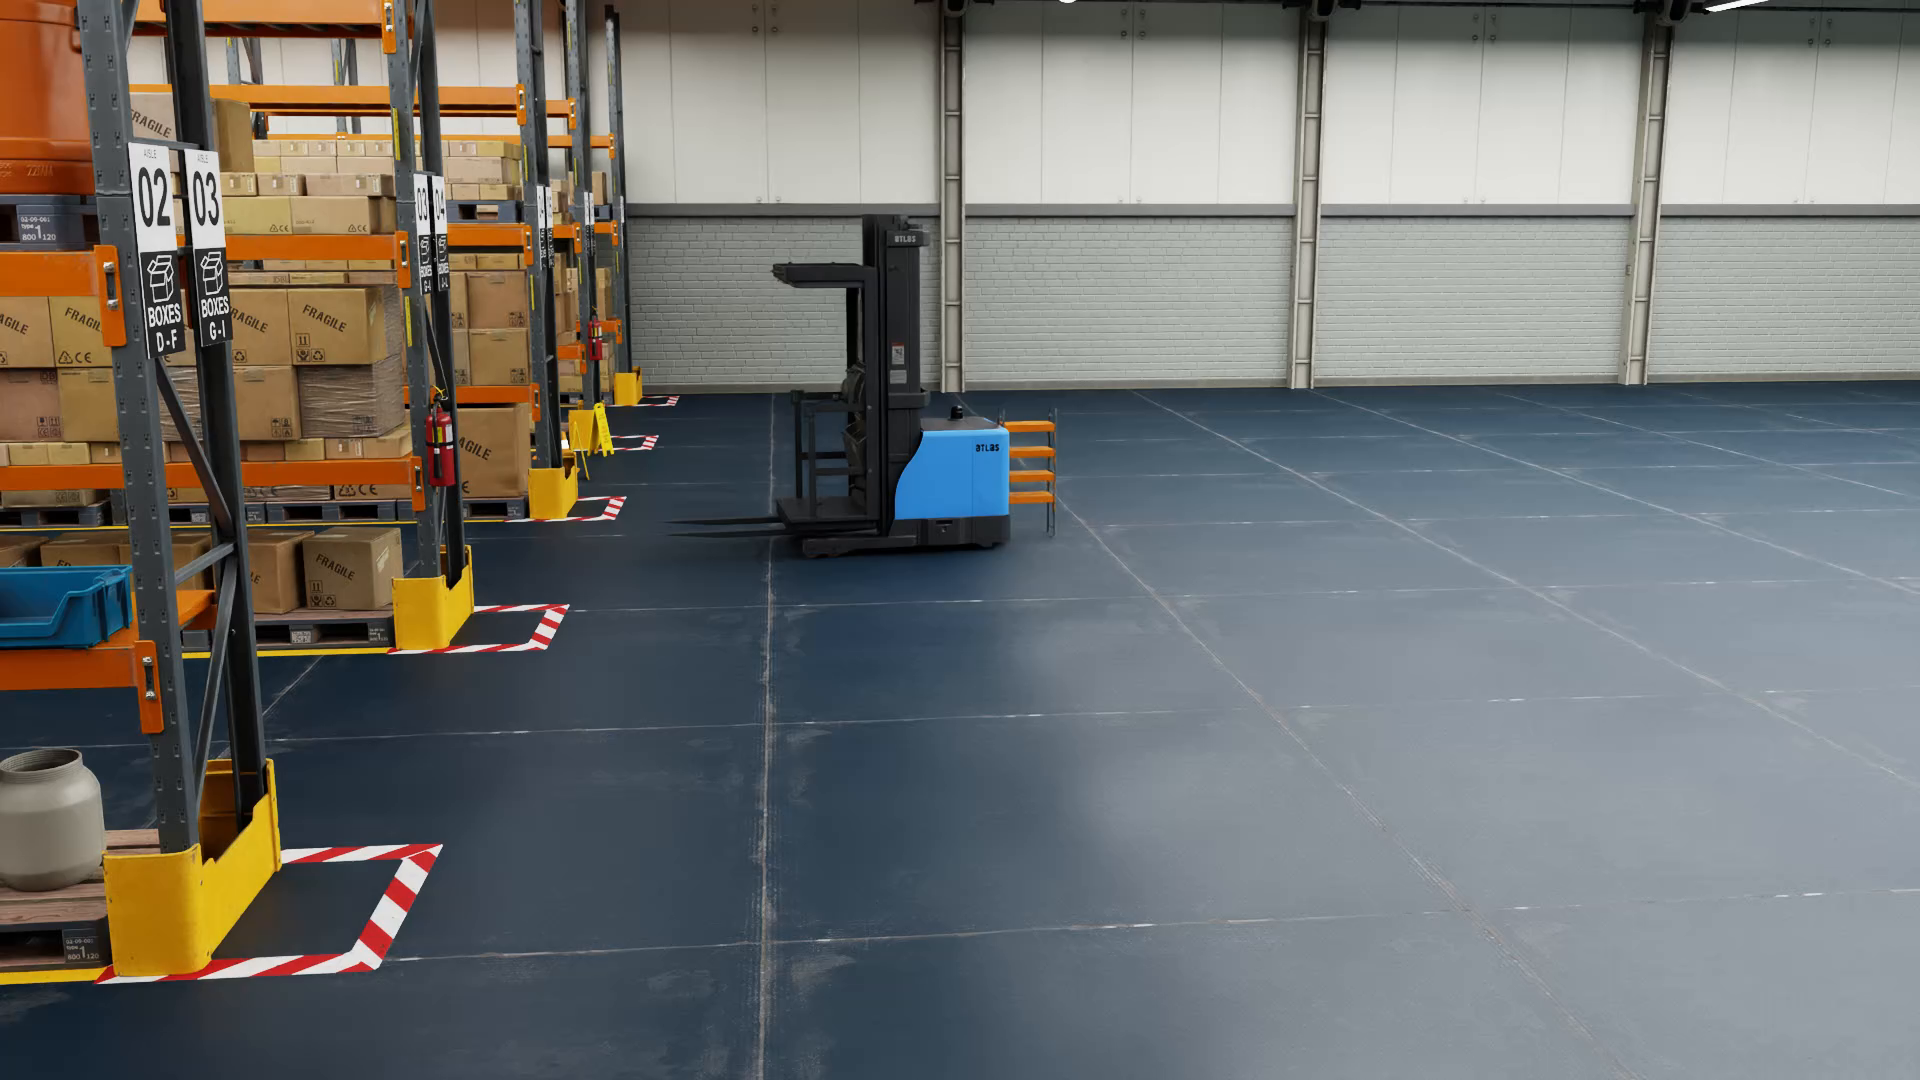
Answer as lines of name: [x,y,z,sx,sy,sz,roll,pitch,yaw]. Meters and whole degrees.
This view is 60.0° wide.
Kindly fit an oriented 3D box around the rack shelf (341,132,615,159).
rack shelf: [-7.292,-6.036,25.527,4.000,0.370,1.077,-1,11,-6]

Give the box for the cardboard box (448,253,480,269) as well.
cardboard box: [-6.248,-3.325,20.765,0.500,0.500,0.700,-1,11,-7]

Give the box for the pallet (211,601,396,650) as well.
pallet: [-4.580,0.549,11.910,1.213,0.211,1.003,-1,11,-6]

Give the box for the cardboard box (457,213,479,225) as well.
cardboard box: [-6.101,-4.002,20.704,0.250,0.149,0.380,-1,11,-7]

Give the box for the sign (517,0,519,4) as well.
sign: [-4.084,-5.121,15.343,0.005,0.325,0.100,-1,11,-6]

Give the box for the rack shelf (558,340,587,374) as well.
rack shelf: [-6.752,-2.337,21.226,4.000,0.370,1.077,-1,11,-6]

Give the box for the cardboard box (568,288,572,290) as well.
cardboard box: [-6.281,-3.663,25.846,0.500,0.500,0.500,-1,11,-4]

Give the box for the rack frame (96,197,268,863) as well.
rack frame: [-3.158,0.119,6.870,0.127,3.000,1.000,-1,11,-6]

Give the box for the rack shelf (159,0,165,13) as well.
rack shelf: [-5.147,-2.234,6.187,4.000,0.370,1.077,-1,11,-6]

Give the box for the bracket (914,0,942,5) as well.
bracket: [-0.502,-8.600,26.335,0.430,0.232,0.235,-1,11,-6]

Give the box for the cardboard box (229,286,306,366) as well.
cardboard box: [-4.710,-1.446,11.208,0.500,0.500,0.500,-1,11,-6]

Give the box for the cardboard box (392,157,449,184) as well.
cardboard box: [-5.082,-3.510,15.820,0.500,0.250,0.500,-1,11,-6]

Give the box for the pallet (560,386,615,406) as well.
pallet: [-6.059,-2.291,26.357,1.213,0.211,1.003,-1,11,-6]

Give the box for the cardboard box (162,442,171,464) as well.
cardboard box: [-5.434,-0.611,11.232,0.250,0.149,0.380,-1,11,-6]

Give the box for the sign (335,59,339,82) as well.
sign: [-9.209,-6.937,24.581,0.005,0.325,0.100,-1,11,-6]

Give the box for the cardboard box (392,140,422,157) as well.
cardboard box: [-5.187,-3.691,15.710,0.250,0.149,0.380,-1,11,-5]

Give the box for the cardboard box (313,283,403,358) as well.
cardboard box: [-4.269,-1.557,11.774,0.500,0.500,0.500,-1,11,-6]

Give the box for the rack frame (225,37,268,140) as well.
rack frame: [-8.740,-5.592,20.365,0.127,3.000,1.000,-1,11,-6]

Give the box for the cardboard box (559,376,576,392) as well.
cardboard box: [-6.232,-2.461,26.033,0.500,0.250,0.500,-1,11,-6]

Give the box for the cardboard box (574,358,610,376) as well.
cardboard box: [-5.753,-2.715,26.030,0.500,0.250,0.500,-1,11,-7]

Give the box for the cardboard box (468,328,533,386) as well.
cardboard box: [-4.492,-1.841,16.452,0.550,0.550,0.875,-1,11,-6]

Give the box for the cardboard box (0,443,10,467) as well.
cardboard box: [-6.428,-0.589,11.120,0.250,0.149,0.380,-1,11,-6]

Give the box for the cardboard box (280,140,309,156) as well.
cardboard box: [-6.194,-3.670,15.602,0.250,0.149,0.380,-1,11,-6]

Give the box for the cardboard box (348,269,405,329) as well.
cardboard box: [-5.610,-2.373,16.355,0.550,0.550,0.875,-1,11,-6]

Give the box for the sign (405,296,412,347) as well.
sign: [-3.653,-1.447,11.015,0.005,0.325,0.100,-1,11,-6]

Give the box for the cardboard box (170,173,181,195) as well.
cardboard box: [-5.230,-2.334,10.923,0.250,0.149,0.380,-2,11,-9]

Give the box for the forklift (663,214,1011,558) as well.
forklift: [-1.121,-1.391,14.728,3.031,2.935,1.130,-2,11,-12]

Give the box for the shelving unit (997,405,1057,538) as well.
shelving unit: [0.609,-0.623,15.307,0.503,1.200,0.258,-2,11,-12]

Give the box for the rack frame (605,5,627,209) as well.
rack frame: [-5.303,-6.627,25.631,0.127,3.000,1.000,-1,11,-6]

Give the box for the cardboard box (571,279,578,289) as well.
cardboard box: [-5.868,-3.979,25.771,0.250,0.149,0.380,-1,11,-5]

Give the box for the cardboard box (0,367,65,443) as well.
cardboard box: [-6.229,-0.974,11.396,0.500,0.500,0.875,-1,11,-6]

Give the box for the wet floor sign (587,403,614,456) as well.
wet floor sign: [-4.459,-1.375,20.572,0.232,0.644,0.267,3,11,14]

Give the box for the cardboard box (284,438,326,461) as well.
cardboard box: [-4.446,-0.642,11.391,0.250,0.149,0.380,-1,11,-6]

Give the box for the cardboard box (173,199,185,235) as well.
cardboard box: [-5.152,-2.150,11.025,0.500,0.250,0.500,-1,11,-5]

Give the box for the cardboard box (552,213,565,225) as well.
cardboard box: [-5.088,-4.019,20.792,0.250,0.149,0.380,-1,11,-6]

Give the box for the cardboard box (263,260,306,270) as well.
cardboard box: [-8.279,-3.301,20.645,0.500,0.500,0.700,-1,11,-7]

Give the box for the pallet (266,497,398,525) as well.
pallet: [-6.125,-0.360,16.532,1.213,0.211,1.003,-1,11,-6]

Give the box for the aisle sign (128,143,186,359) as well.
aisle sign: [-3.055,-1.101,6.337,0.004,0.787,0.394,-1,11,-6]

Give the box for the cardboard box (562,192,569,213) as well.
cardboard box: [-5.292,-4.316,21.271,0.500,0.250,0.500,-1,11,-7]

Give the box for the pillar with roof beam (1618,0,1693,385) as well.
pillar with roof beam: [12.267,-6.335,24.144,0.548,9.000,9.100,-1,11,-6]

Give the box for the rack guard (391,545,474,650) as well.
rack guard: [-3.769,0.397,11.934,0.348,0.500,1.175,-1,11,-6]

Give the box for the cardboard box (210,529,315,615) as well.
cardboard box: [-4.906,0.218,11.755,0.500,0.500,0.500,2,11,9]

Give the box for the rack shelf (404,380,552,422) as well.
rack shelf: [-6.117,-1.390,16.408,4.000,0.370,1.077,-1,11,-6]

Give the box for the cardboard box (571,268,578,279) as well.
cardboard box: [-5.878,-4.138,25.809,0.250,0.149,0.380,-1,11,-6]

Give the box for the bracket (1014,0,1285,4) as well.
bracket: [2.901,-8.671,26.697,4.783,0.066,0.076,-1,11,-6]

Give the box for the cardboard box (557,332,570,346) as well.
cardboard box: [-5.112,-2.559,21.144,0.250,0.149,0.380,-1,11,-4]

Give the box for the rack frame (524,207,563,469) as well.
rack frame: [-4.128,-1.784,16.550,0.127,3.000,1.000,-1,11,-6]

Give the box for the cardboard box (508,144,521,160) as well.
cardboard box: [-4.495,-3.833,16.433,0.250,0.149,0.380,-1,11,-5]

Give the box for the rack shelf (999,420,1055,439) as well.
rack shelf: [0.609,-1.008,15.232,0.480,0.148,0.258,-2,11,-12]

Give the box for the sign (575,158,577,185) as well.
sign: [-4.723,-4.531,20.450,0.005,0.325,0.100,-1,11,-6]

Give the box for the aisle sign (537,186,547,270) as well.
aisle sign: [-4.026,-3.004,16.014,0.004,0.787,0.394,-1,11,-6]

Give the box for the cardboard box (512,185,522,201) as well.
cardboard box: [-4.504,-3.442,16.511,0.250,0.149,0.380,-1,11,-6]

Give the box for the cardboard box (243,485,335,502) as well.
cardboard box: [-6.576,-0.884,16.388,0.875,0.875,0.875,-1,11,-6]

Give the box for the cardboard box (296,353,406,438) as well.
cardboard box: [-4.243,-1.020,11.631,0.500,0.500,0.875,-1,11,-6]

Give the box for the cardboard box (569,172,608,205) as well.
cardboard box: [-5.717,-5.403,25.576,0.500,0.500,0.500,-1,11,-4]

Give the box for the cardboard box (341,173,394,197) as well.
cardboard box: [-3.936,-2.359,11.054,0.250,0.149,0.380,-1,11,-6]

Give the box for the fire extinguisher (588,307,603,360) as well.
fire extinguisher: [-4.600,-2.608,20.938,0.183,0.674,0.296,-1,11,-6]

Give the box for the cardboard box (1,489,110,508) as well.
cardboard box: [-8.712,-0.773,16.149,0.750,0.750,1.050,-1,11,-6]
